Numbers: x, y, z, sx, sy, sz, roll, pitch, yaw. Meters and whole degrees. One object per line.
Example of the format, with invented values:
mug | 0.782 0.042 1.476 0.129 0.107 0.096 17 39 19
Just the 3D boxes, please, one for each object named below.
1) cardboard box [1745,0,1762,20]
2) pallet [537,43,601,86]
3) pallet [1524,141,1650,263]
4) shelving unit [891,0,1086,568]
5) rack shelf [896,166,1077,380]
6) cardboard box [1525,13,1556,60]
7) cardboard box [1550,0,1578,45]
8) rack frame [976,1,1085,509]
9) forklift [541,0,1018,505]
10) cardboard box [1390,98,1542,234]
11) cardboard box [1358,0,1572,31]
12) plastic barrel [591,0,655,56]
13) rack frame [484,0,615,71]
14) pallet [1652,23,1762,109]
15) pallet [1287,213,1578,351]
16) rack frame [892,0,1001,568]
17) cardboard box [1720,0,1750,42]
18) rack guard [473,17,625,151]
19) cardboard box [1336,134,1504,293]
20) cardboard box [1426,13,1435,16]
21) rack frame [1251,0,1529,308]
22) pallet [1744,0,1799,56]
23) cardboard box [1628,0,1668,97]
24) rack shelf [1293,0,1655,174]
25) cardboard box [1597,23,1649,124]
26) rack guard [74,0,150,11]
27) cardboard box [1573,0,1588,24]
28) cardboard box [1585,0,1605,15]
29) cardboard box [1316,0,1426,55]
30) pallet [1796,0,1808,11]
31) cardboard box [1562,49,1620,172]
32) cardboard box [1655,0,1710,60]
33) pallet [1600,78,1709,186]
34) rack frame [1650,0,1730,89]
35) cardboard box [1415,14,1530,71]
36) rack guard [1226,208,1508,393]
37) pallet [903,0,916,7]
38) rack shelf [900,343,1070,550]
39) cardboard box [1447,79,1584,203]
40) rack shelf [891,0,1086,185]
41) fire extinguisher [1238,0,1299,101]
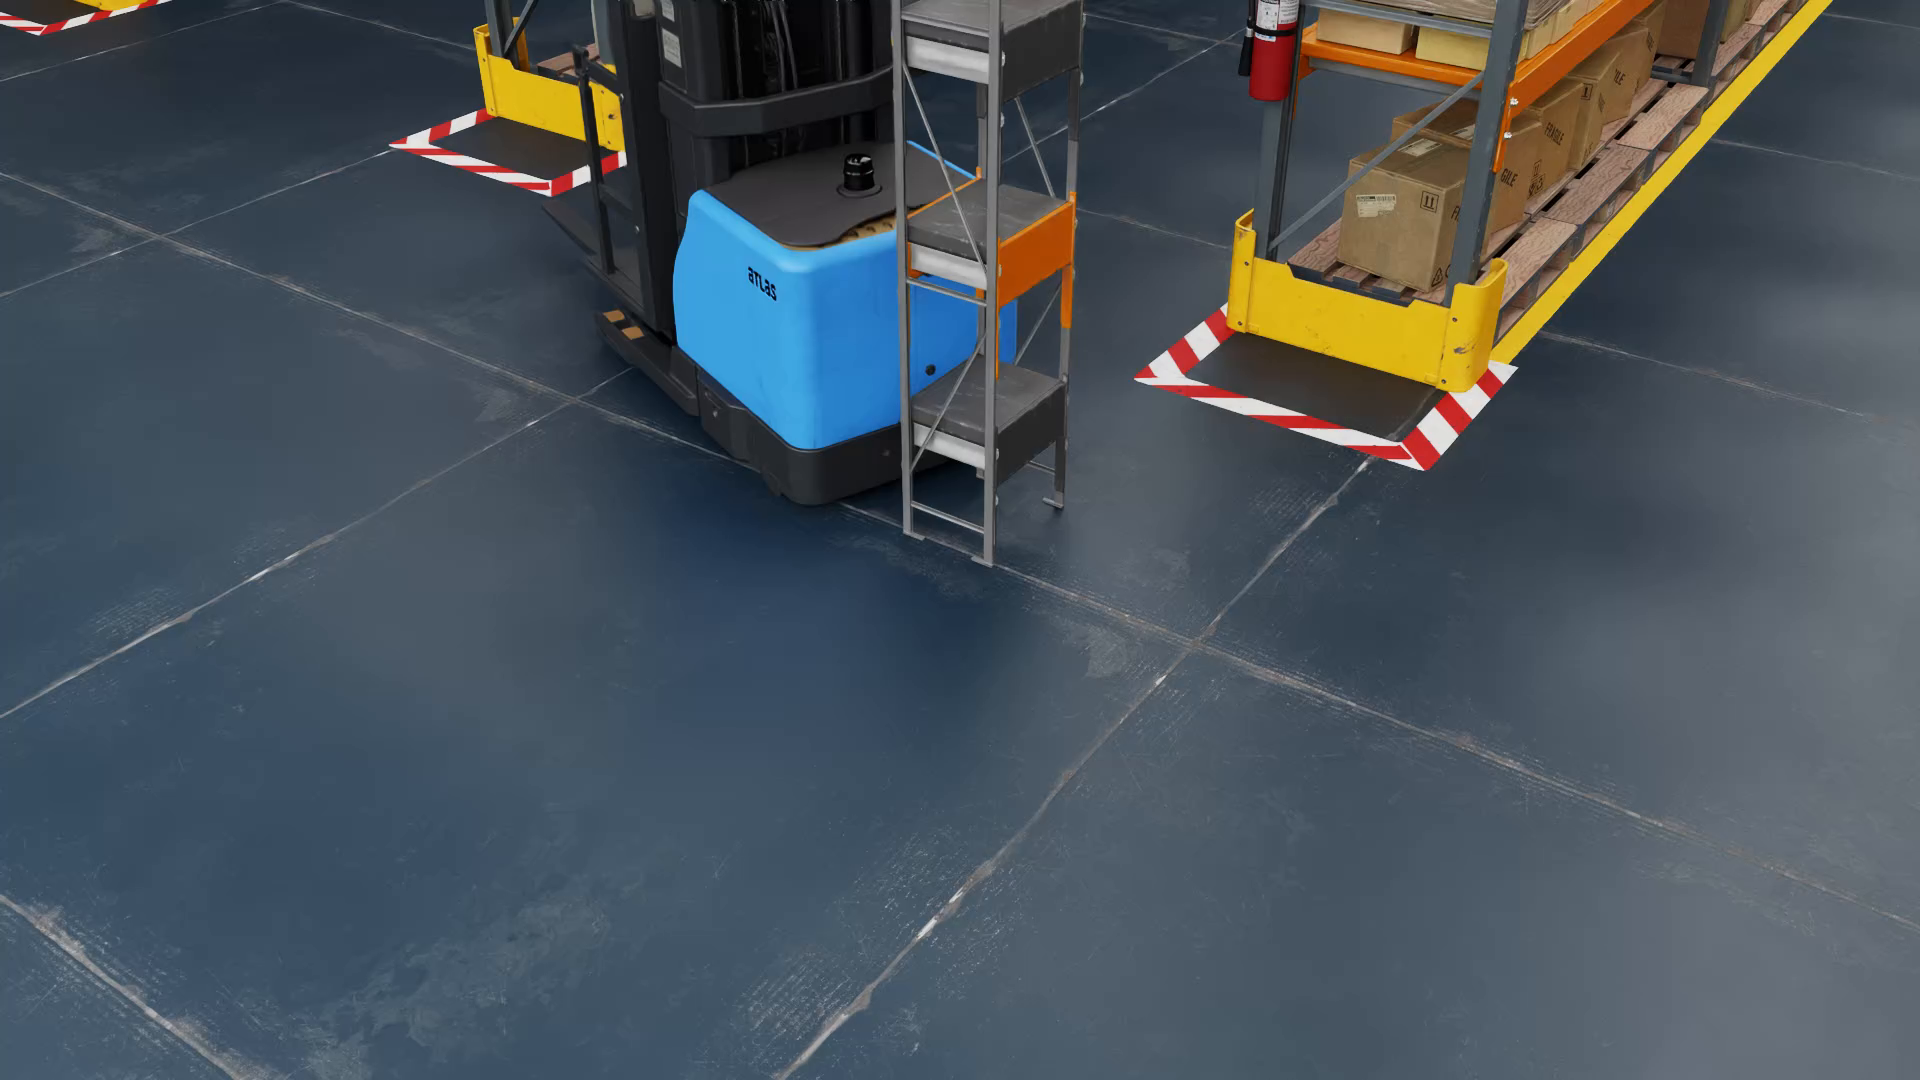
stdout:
cardboard box | 5.001 -3.829 11.073 0.700 0.500 0.500 18 38 24
pallet | -1.851 -2.944 10.415 1.003 0.211 1.213 21 39 28
pallet | 2.978 -1.896 8.866 1.003 0.211 1.213 21 39 28
shelving unit | 0.094 -0.946 5.774 0.431 2.100 0.503 21 39 28
rack shelf | 0.094 -0.935 5.782 0.431 0.518 0.480 21 39 28
cardboard box | 2.263 -2.155 6.983 0.380 0.149 0.250 21 39 28
cardboard box | 2.417 -2.265 7.146 0.380 0.149 0.250 21 39 28
rack frame | 0.234 -1.058 5.940 0.400 2.100 0.015 21 39 28
forklift | -0.994 -2.131 6.784 1.130 2.935 3.031 -20 39 -27
cardboard box | 2.428 -1.801 8.093 0.500 0.500 0.500 -25 41 -32
cardboard box | 2.082 -2.504 6.920 0.875 0.500 0.500 21 39 28
plastic barrel | -2.011 -3.148 10.073 0.421 0.512 0.421 0 34 0
rack frame | -2.323 -3.677 9.009 1.000 3.000 0.127 21 39 28
pallet | 4.469 -3.139 10.704 1.003 0.211 1.213 21 39 28
pallet | 2.282 -1.337 8.039 1.003 0.211 1.213 21 39 28
rack frame | -0.045 -0.834 5.608 0.400 2.100 0.015 21 39 28
cardboard box | 4.682 -3.572 10.692 0.700 0.500 0.500 21 39 28
rack guard | -2.318 -2.691 9.784 1.175 0.500 0.348 21 39 28
cardboard box | 2.116 -1.515 7.670 0.500 0.500 0.500 -29 43 -35
cardboard box | 1.882 -2.303 7.202 0.380 0.149 0.250 21 39 28
rack frame | 1.746 -2.095 6.670 1.000 3.000 0.127 21 39 28
pallet | 5.164 -3.703 11.537 1.003 0.211 1.213 21 39 28
cardboard box | 3.766 -2.903 9.721 0.500 0.500 0.500 20 39 27
rack shelf | 2.886 -2.717 8.233 1.077 0.370 4.000 21 39 28
cardboard box | 3.445 -2.637 9.328 0.500 0.500 0.500 -23 40 -30
rack guard | -6.404 -4.214 12.035 1.175 0.500 0.348 21 39 28
cardboard box | 2.543 -2.387 7.326 0.380 0.149 0.250 21 39 28
cardboard box | 2.691 -2.499 7.493 0.380 0.149 0.250 21 39 28
cardboard box | 1.739 -2.188 7.032 0.380 0.149 0.250 21 39 28
pallet | 5.861 -4.262 12.364 1.003 0.211 1.213 21 39 28
cardboard box | 3.156 -2.326 8.868 0.500 0.500 0.500 18 38 24
cardboard box | 4.394 -3.358 10.377 0.700 0.500 0.500 18 38 25
pallet | 3.673 -2.460 9.699 1.003 0.211 1.213 21 39 28
rack frame | 4.027 -3.936 9.392 1.000 3.000 0.127 21 39 28
cardboard box | 2.104 -2.046 6.822 0.380 0.149 0.250 21 39 28
rack guard | 1.789 -1.094 7.422 1.175 0.500 0.348 21 39 28
pallet | -0.459 -4.067 12.075 1.003 0.211 1.213 21 39 28
rack shelf | 0.094 -0.355 6.174 0.431 0.518 0.480 21 39 28
cardboard box | 2.801 -2.083 8.510 0.500 0.500 0.500 25 42 32
rack shelf | 0.094 -1.515 5.390 0.431 0.518 0.480 21 39 28
fire extinguisher | 1.302 -2.157 6.831 0.296 0.674 0.183 21 39 28
